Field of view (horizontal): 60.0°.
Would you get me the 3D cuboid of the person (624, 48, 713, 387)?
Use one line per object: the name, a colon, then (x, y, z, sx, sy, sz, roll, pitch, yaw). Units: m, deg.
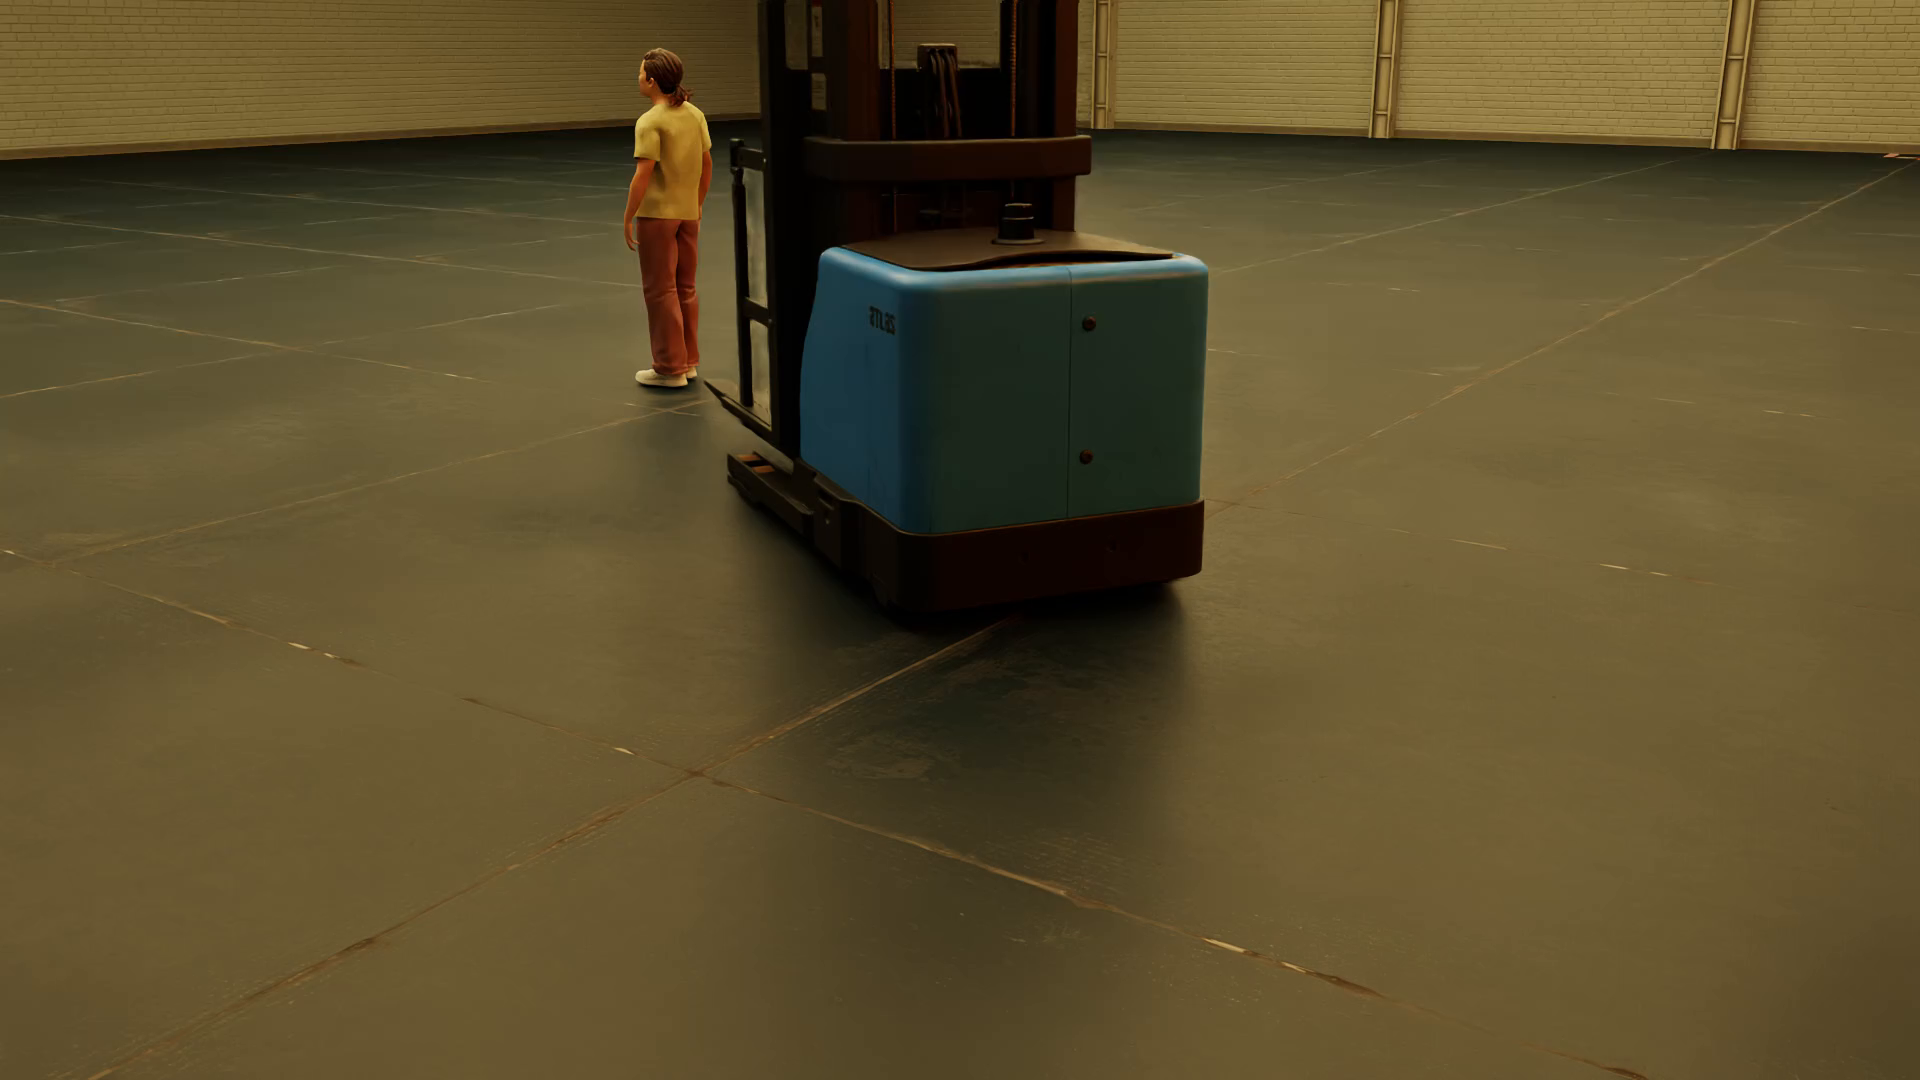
person: (-1.522, -1.608, 8.375, 0.548, 1.672, 0.554, 12, 20, 34)

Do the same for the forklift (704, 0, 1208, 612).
forklift: (-0.266, -1.567, 6.073, 1.130, 2.935, 3.031, -7, 18, -22)
